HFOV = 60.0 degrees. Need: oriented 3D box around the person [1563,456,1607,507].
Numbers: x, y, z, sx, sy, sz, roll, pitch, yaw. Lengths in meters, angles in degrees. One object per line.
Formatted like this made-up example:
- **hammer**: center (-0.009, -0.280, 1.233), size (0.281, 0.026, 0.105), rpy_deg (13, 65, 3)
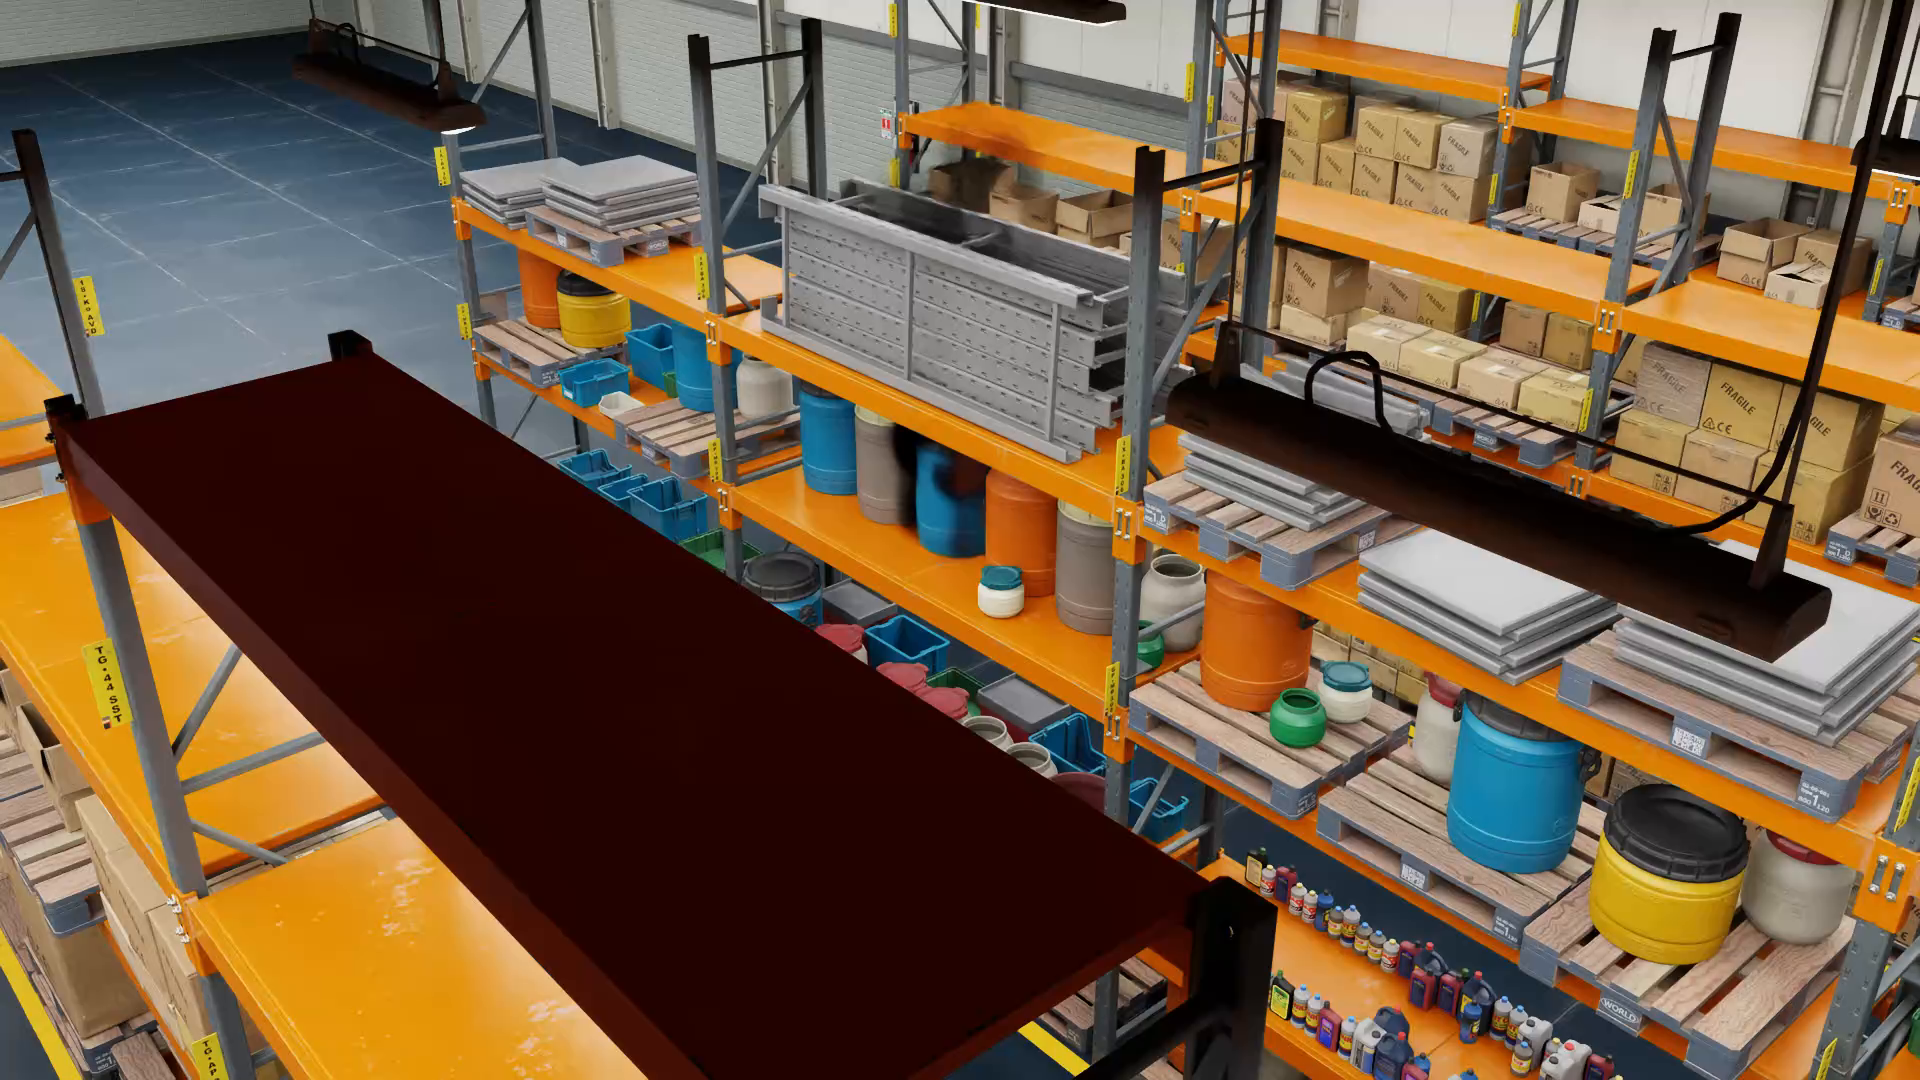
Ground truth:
- **person**: center (6.097, -0.193, 16.075), size (1.025, 1.734, 0.699), rpy_deg (24, 35, 38)
